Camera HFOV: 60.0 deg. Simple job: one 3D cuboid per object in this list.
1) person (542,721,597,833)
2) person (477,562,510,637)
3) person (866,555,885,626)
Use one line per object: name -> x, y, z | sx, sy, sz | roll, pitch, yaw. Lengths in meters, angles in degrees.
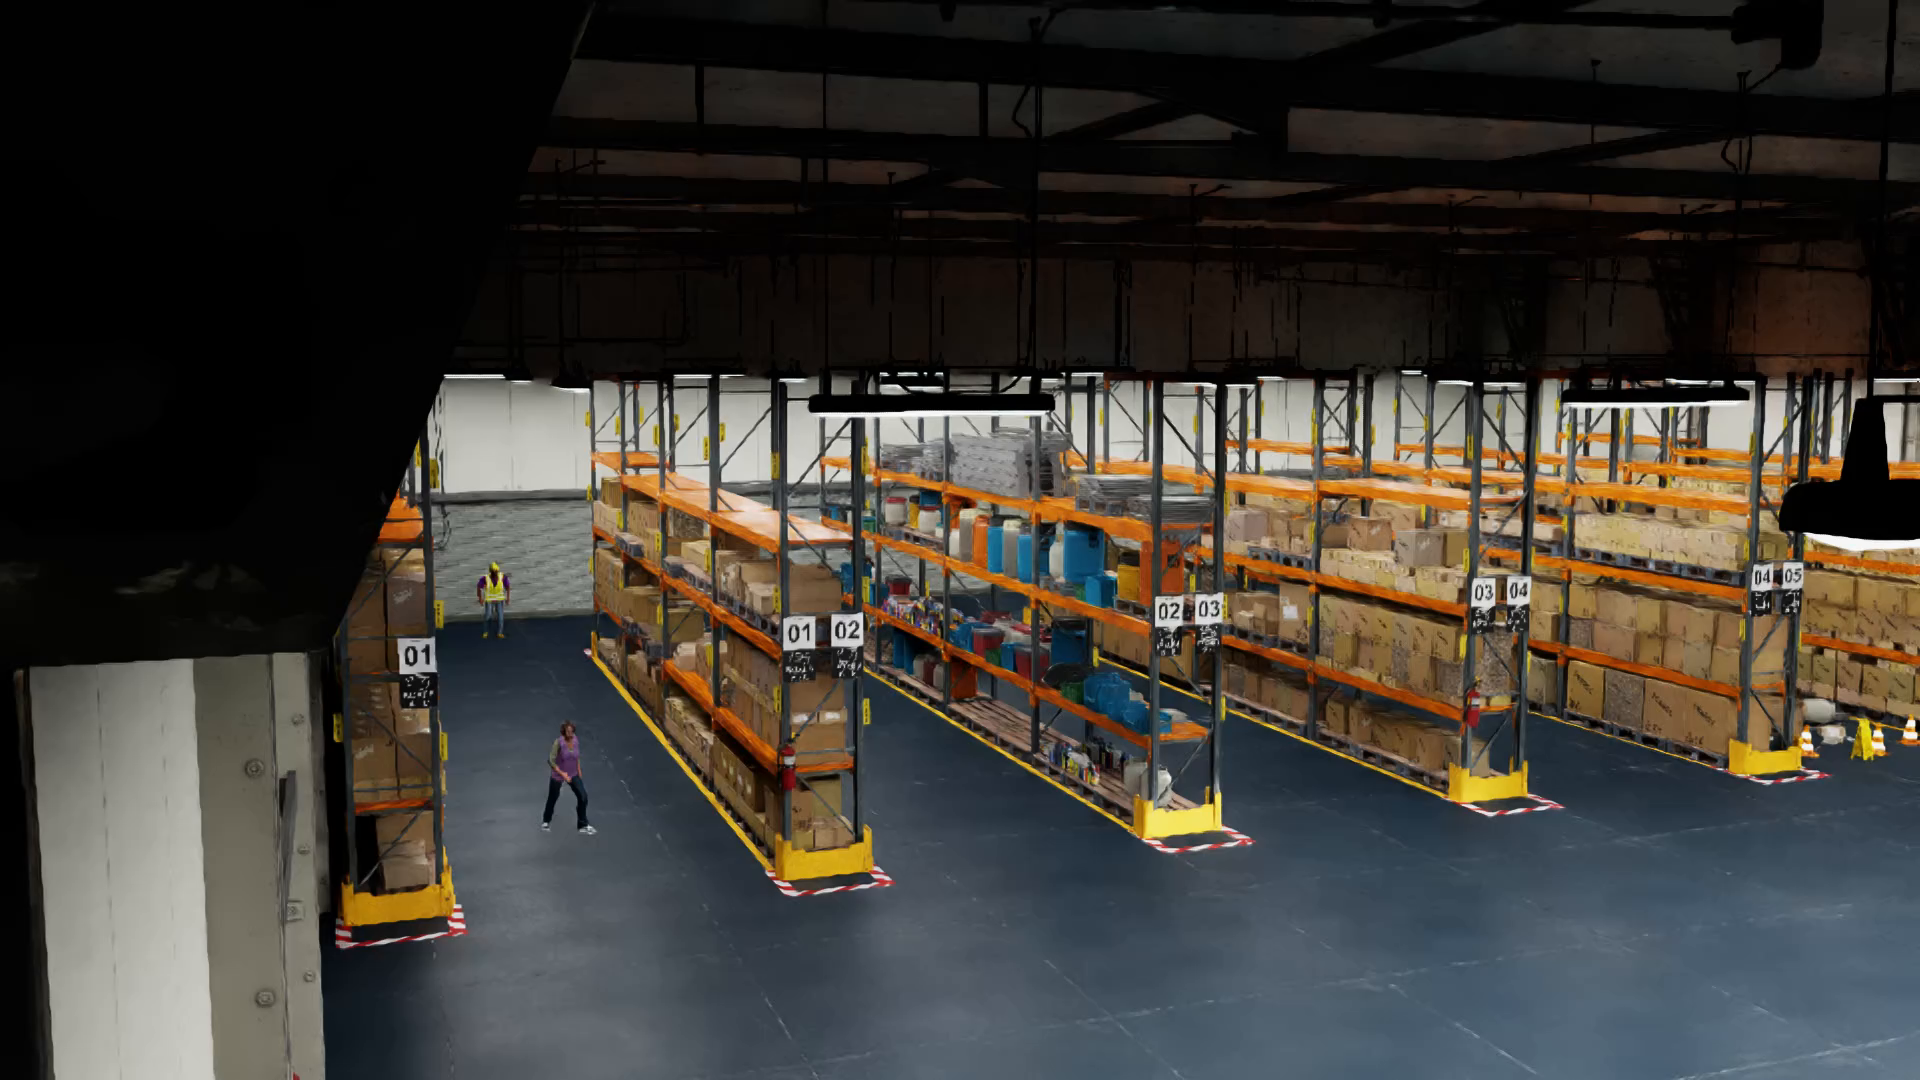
person -> -5.220, 3.111, 21.982 | 0.561, 1.525, 0.788 | -5, 8, -38
person -> -10.422, 1.341, 37.184 | 0.719, 1.714, 0.578 | -3, 7, -22
person -> -2.048, 1.177, 38.691 | 0.616, 1.667, 0.446 | 5, 8, 37
